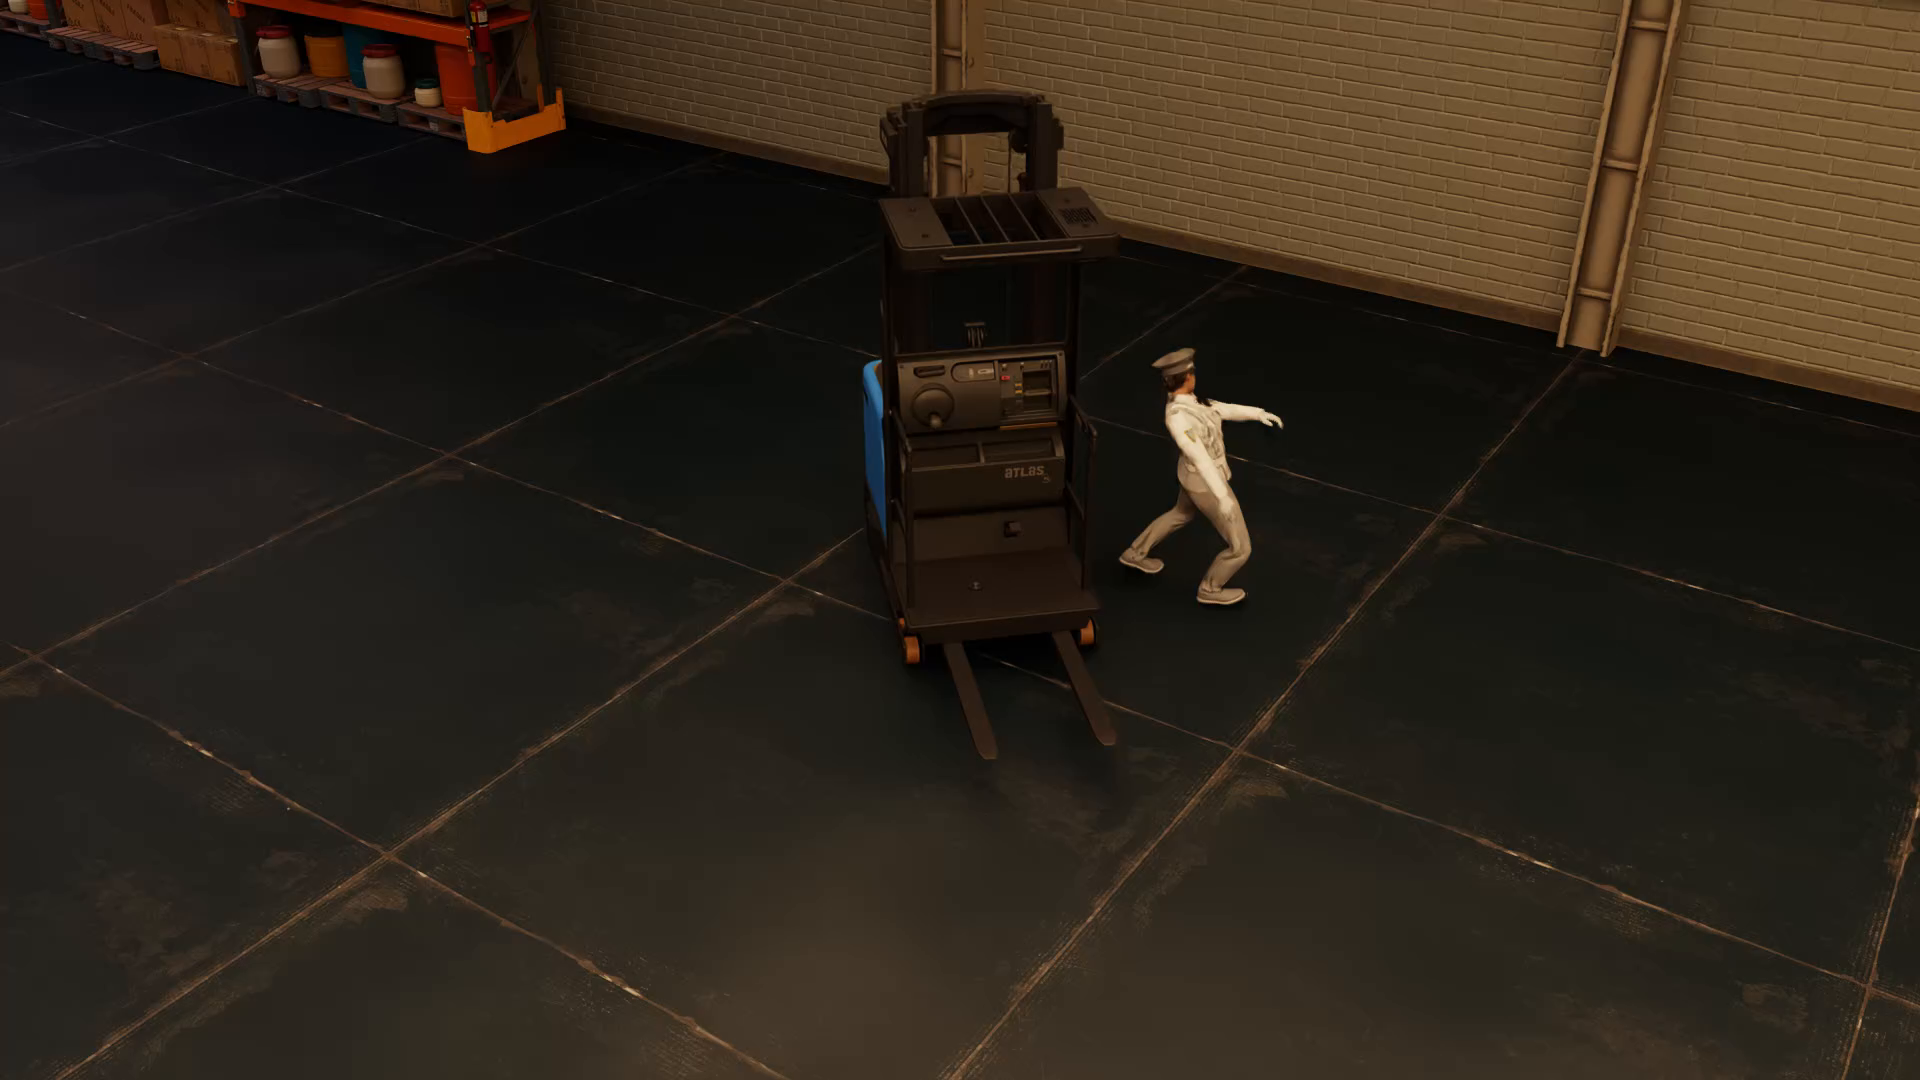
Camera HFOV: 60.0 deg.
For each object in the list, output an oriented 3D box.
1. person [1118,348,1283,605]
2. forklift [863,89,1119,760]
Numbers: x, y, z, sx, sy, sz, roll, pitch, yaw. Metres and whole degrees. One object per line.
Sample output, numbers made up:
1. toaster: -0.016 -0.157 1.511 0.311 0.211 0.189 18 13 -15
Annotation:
1. person: 1.406 -0.320 9.505 0.789 1.488 0.800 -4 30 -7
2. forklift: 0.165 -0.770 8.908 1.130 2.935 3.031 -5 31 -9
